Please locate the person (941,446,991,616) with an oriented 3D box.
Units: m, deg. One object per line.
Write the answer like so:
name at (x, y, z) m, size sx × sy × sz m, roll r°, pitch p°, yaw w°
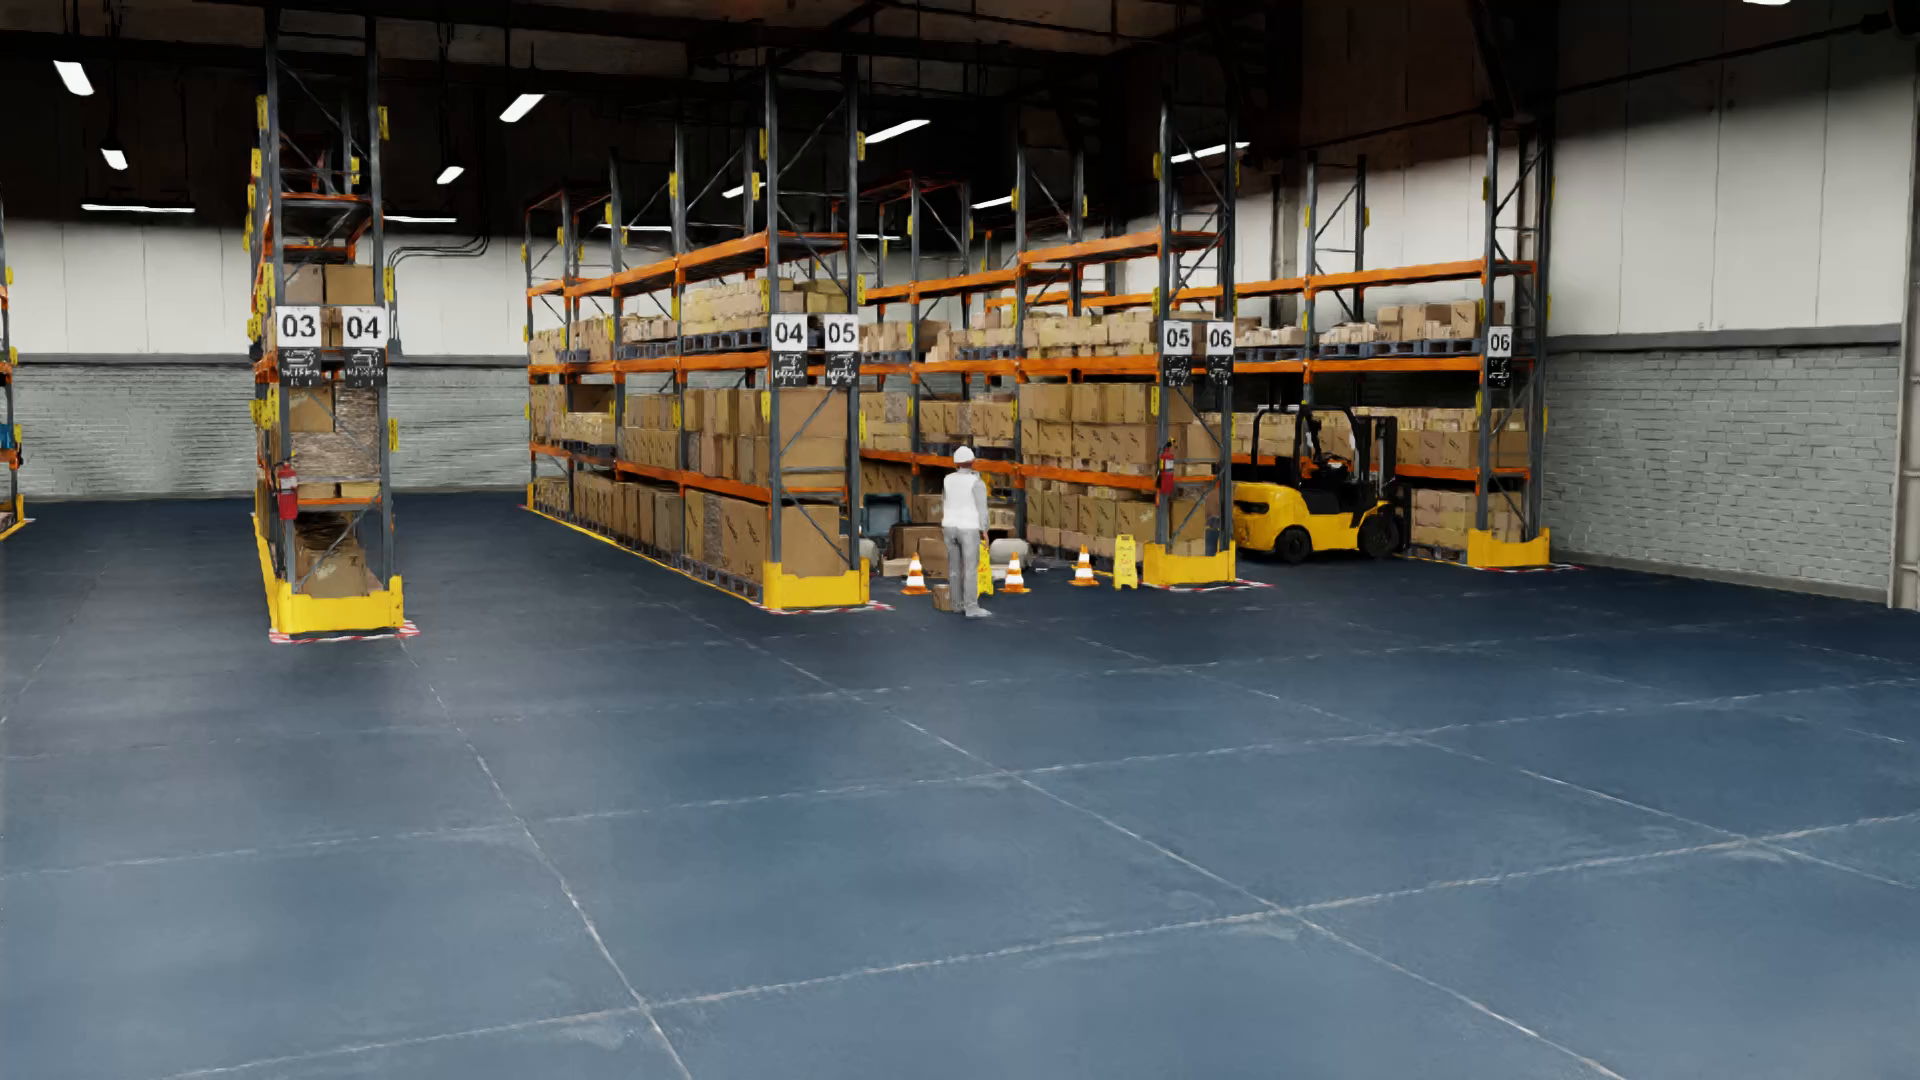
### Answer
person at (0.097, -0.103, 17.476) m, size 0.582 × 1.781 × 0.516 m, roll 3°, pitch 6°, yaw 32°
